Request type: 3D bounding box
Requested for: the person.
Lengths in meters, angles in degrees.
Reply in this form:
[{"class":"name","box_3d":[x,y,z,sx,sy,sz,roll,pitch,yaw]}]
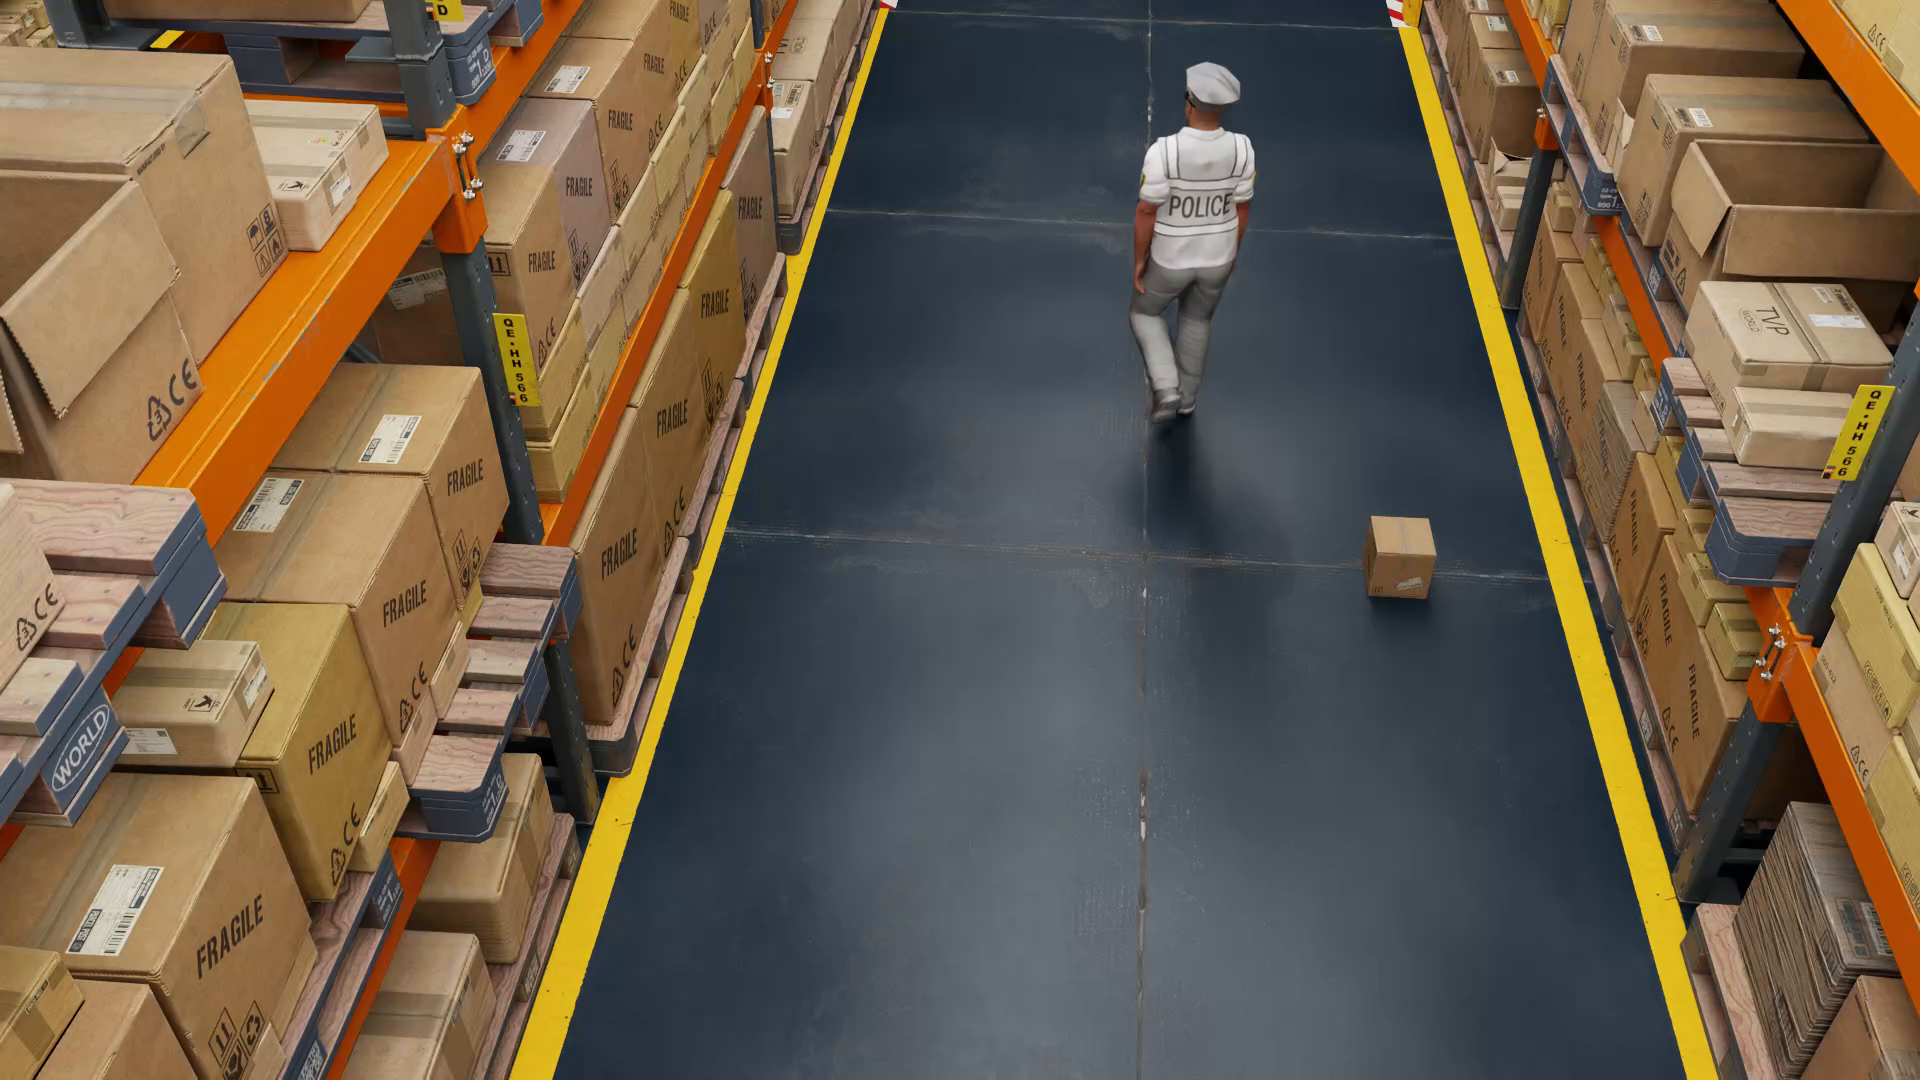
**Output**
[{"class":"person","box_3d":[1.058,-1.309,7.668,0.545,1.757,0.570,-5,40,-6]}]
